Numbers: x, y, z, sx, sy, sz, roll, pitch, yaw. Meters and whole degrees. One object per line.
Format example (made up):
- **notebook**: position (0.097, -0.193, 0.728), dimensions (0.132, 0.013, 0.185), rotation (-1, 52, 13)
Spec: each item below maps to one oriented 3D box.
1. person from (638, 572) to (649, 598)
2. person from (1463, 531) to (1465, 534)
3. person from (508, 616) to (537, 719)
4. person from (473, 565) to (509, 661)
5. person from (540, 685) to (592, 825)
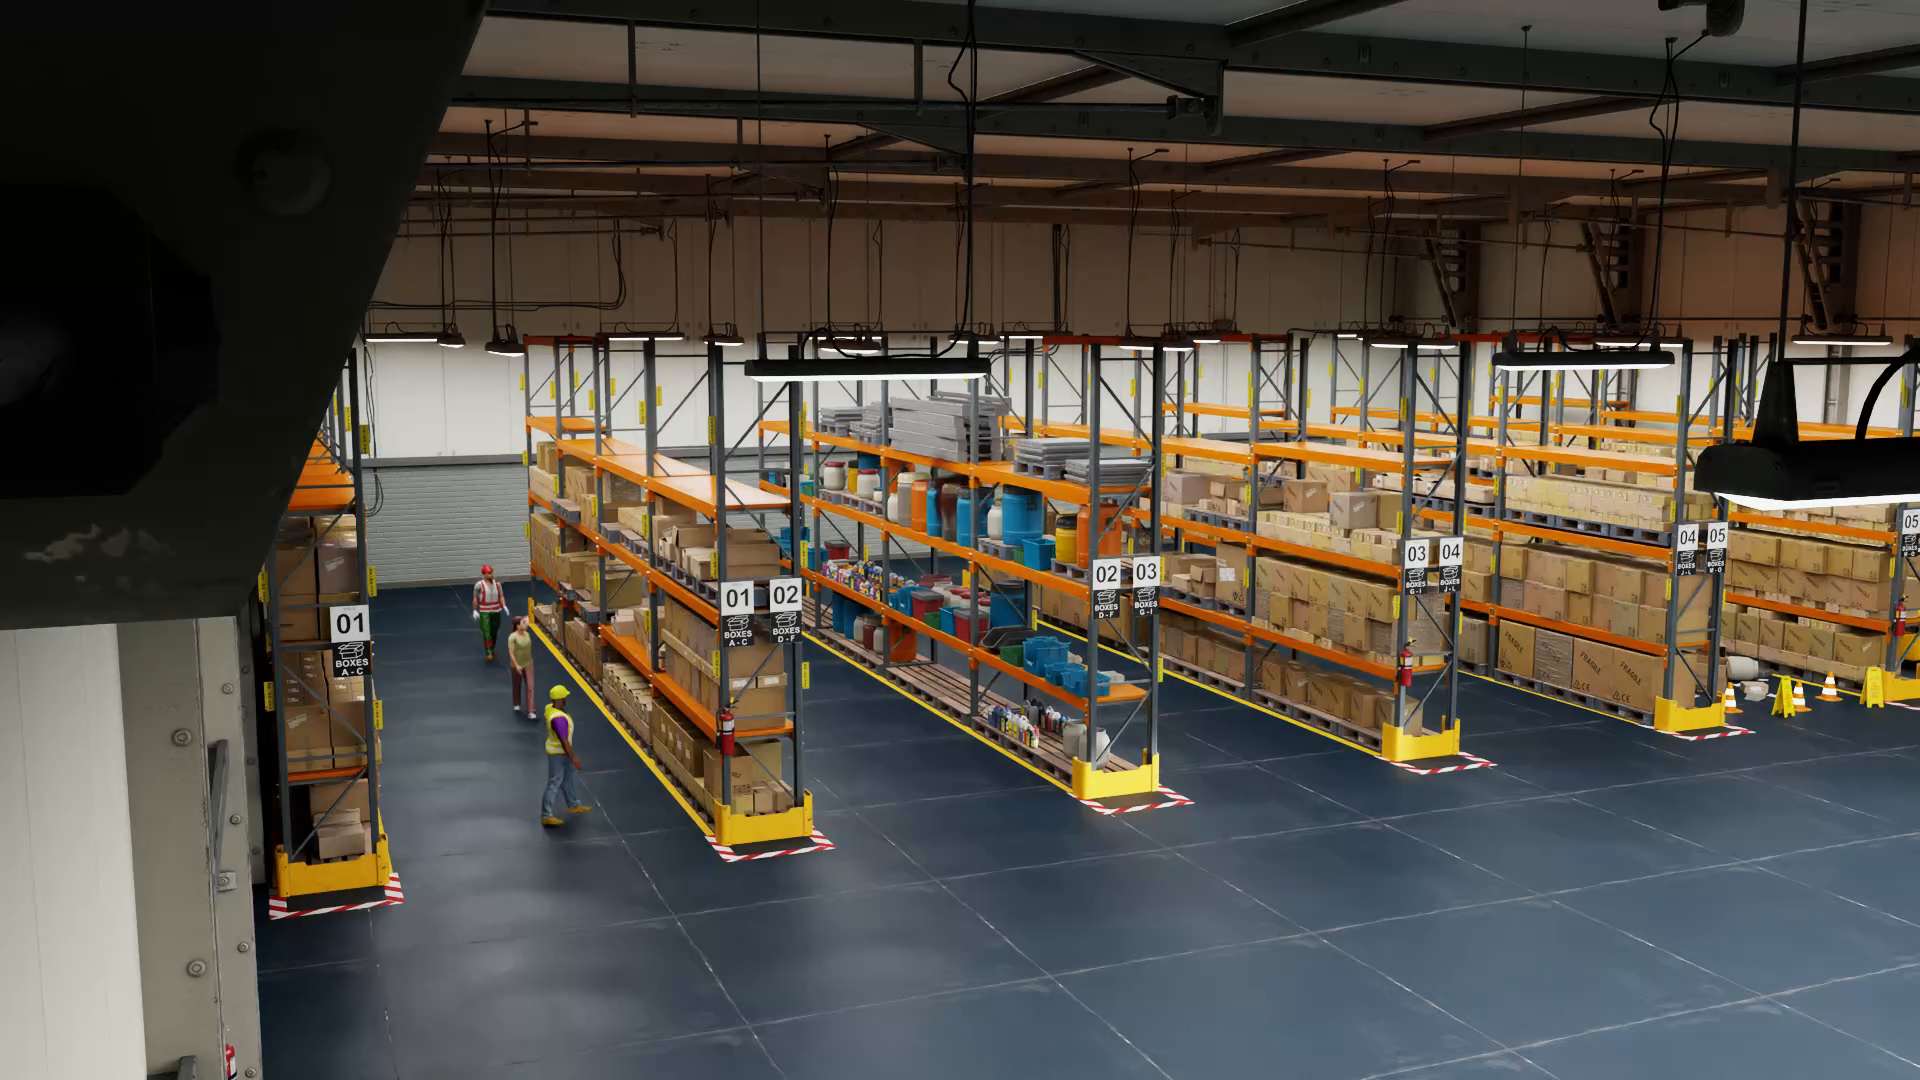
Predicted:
- **person**: position (-6.799, 0.779, 35.493), dimensions (0.525, 1.689, 0.359), rotation (5, 9, 32)
- **person**: position (10.804, 0.658, 36.087), dimensions (0.454, 1.797, 0.586), rotation (0, 8, -1)
- **person**: position (-6.992, 2.007, 26.489), dimensions (0.407, 1.618, 1.041), rotation (-3, 8, -21)
- **person**: position (-8.725, 1.330, 30.935), dimensions (0.630, 1.721, 1.049), rotation (-3, 8, -24)
- **person**: position (-5.005, 2.677, 21.014), dimensions (0.634, 1.763, 0.711), rotation (-2, 8, -12)
